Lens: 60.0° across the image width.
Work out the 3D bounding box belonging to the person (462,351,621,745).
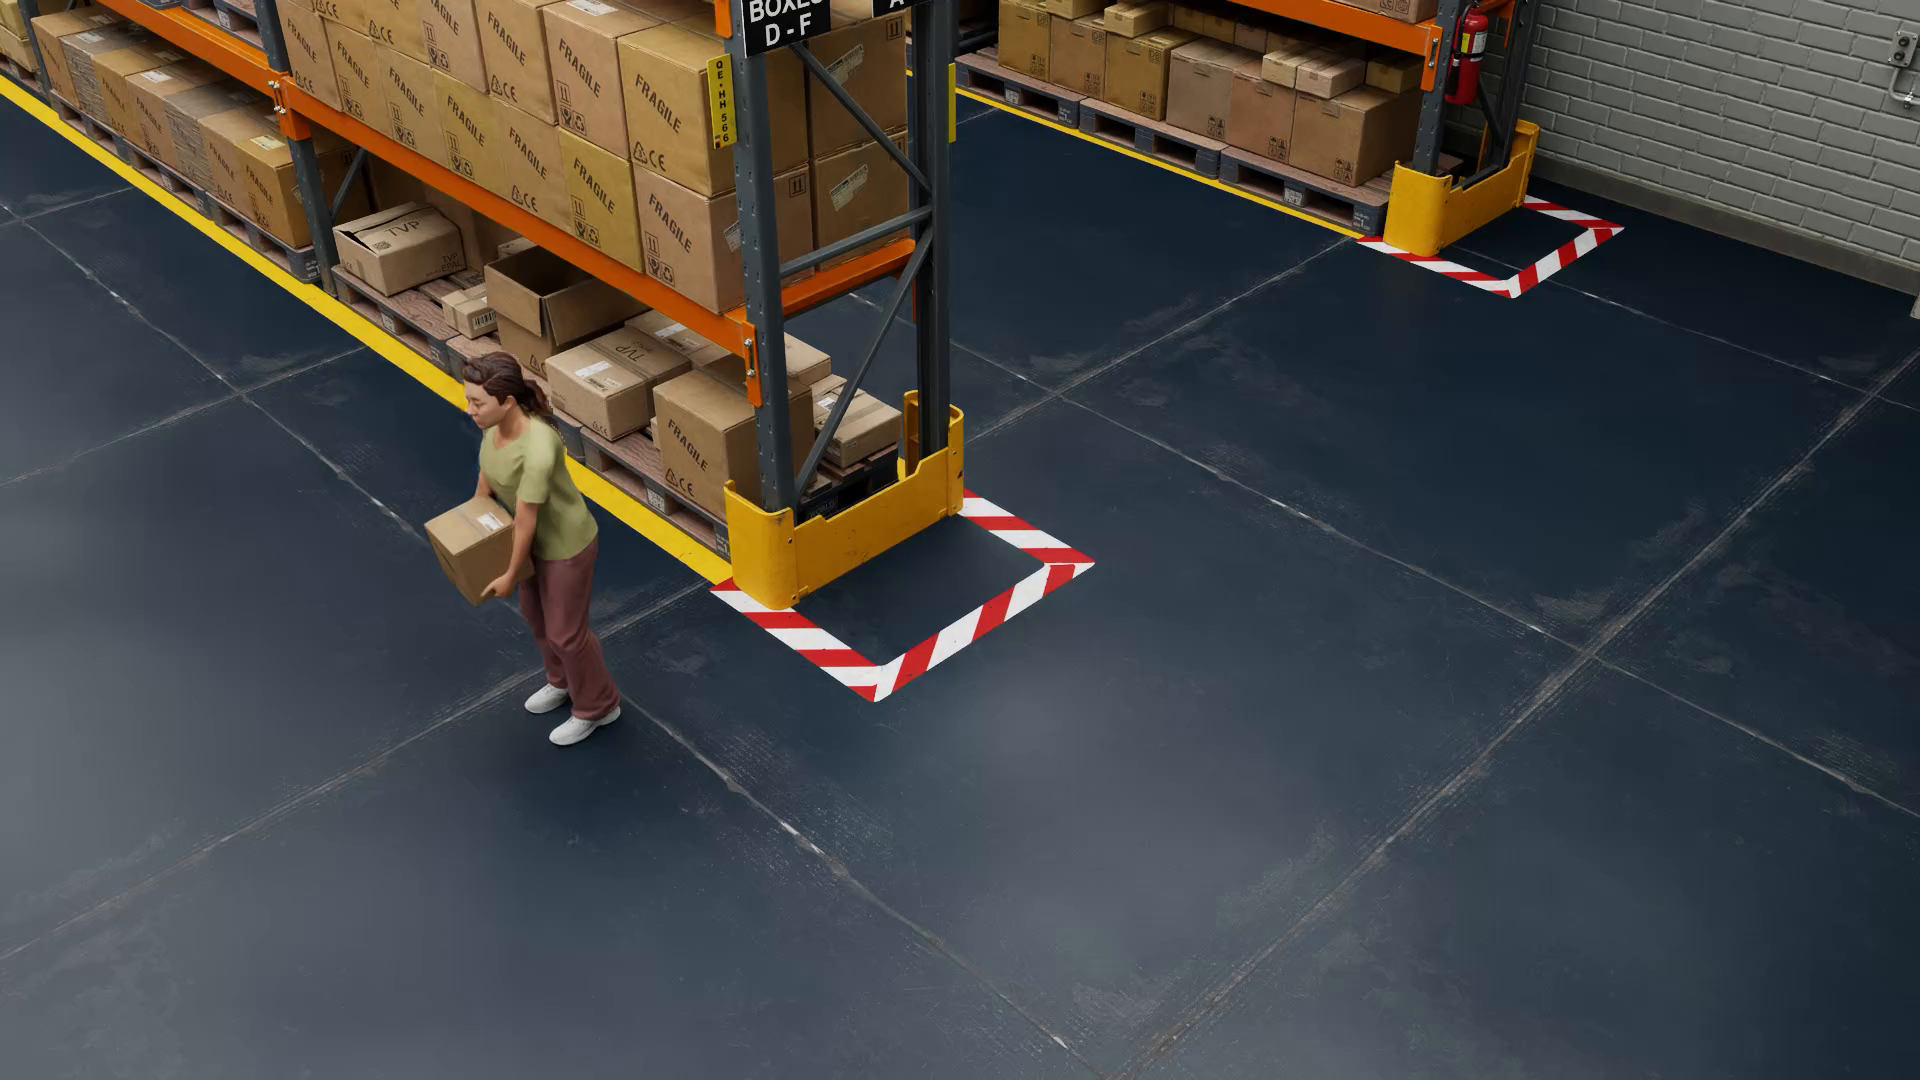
[{"bbox_3d":[-1.581,0.047,6.102,0.503,1.658,0.407,-25,42,-30],"label":"person"}]
